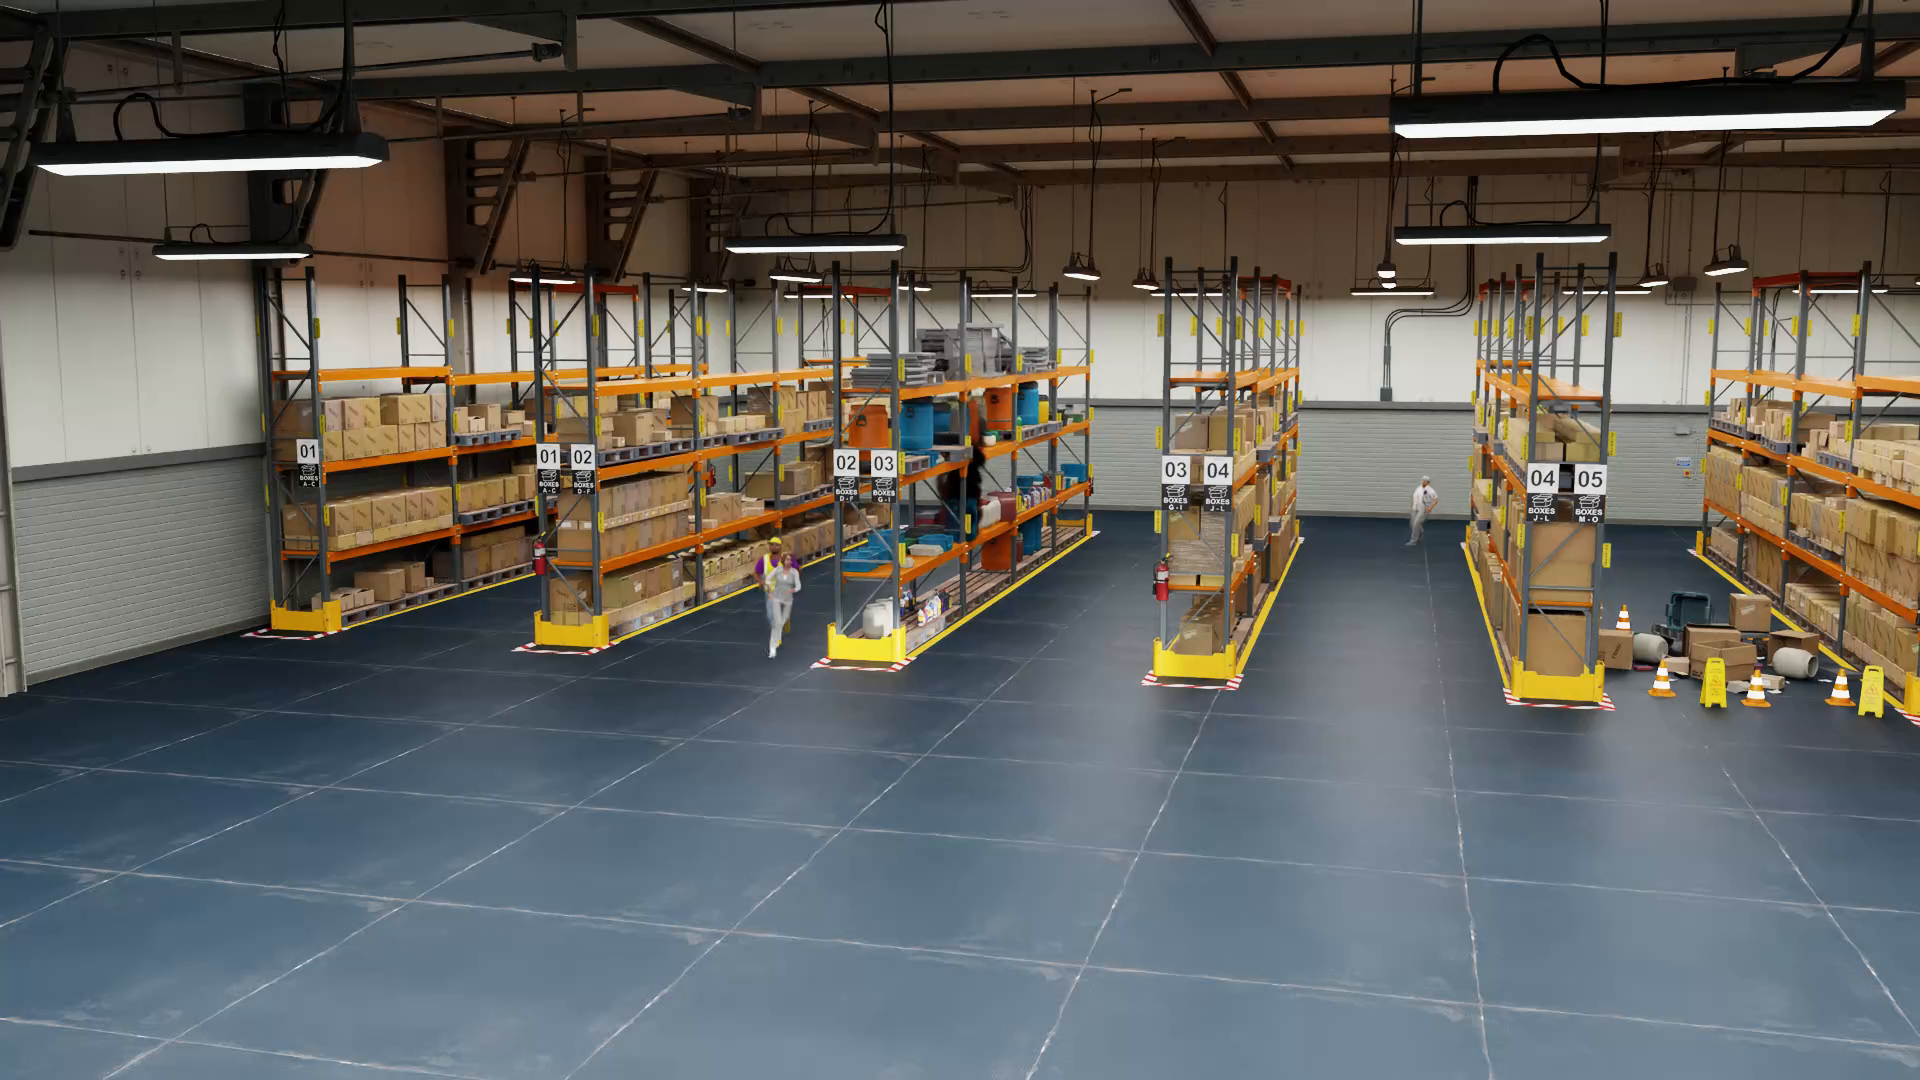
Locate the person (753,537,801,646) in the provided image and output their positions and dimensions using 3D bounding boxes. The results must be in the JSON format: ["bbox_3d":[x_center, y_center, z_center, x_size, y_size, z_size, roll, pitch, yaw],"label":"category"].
[{"bbox_3d":[-2.895,0.802,26.270,0.748,1.720,0.586,0,7,-1],"label":"person"}]

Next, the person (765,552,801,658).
[{"bbox_3d":[-2.721,0.991,25.602,0.524,1.618,0.640,-2,8,-19],"label":"person"}]

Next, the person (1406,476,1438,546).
[{"bbox_3d":[10.754,-0.683,38.552,0.707,1.626,0.662,-6,9,-38],"label":"person"}]
